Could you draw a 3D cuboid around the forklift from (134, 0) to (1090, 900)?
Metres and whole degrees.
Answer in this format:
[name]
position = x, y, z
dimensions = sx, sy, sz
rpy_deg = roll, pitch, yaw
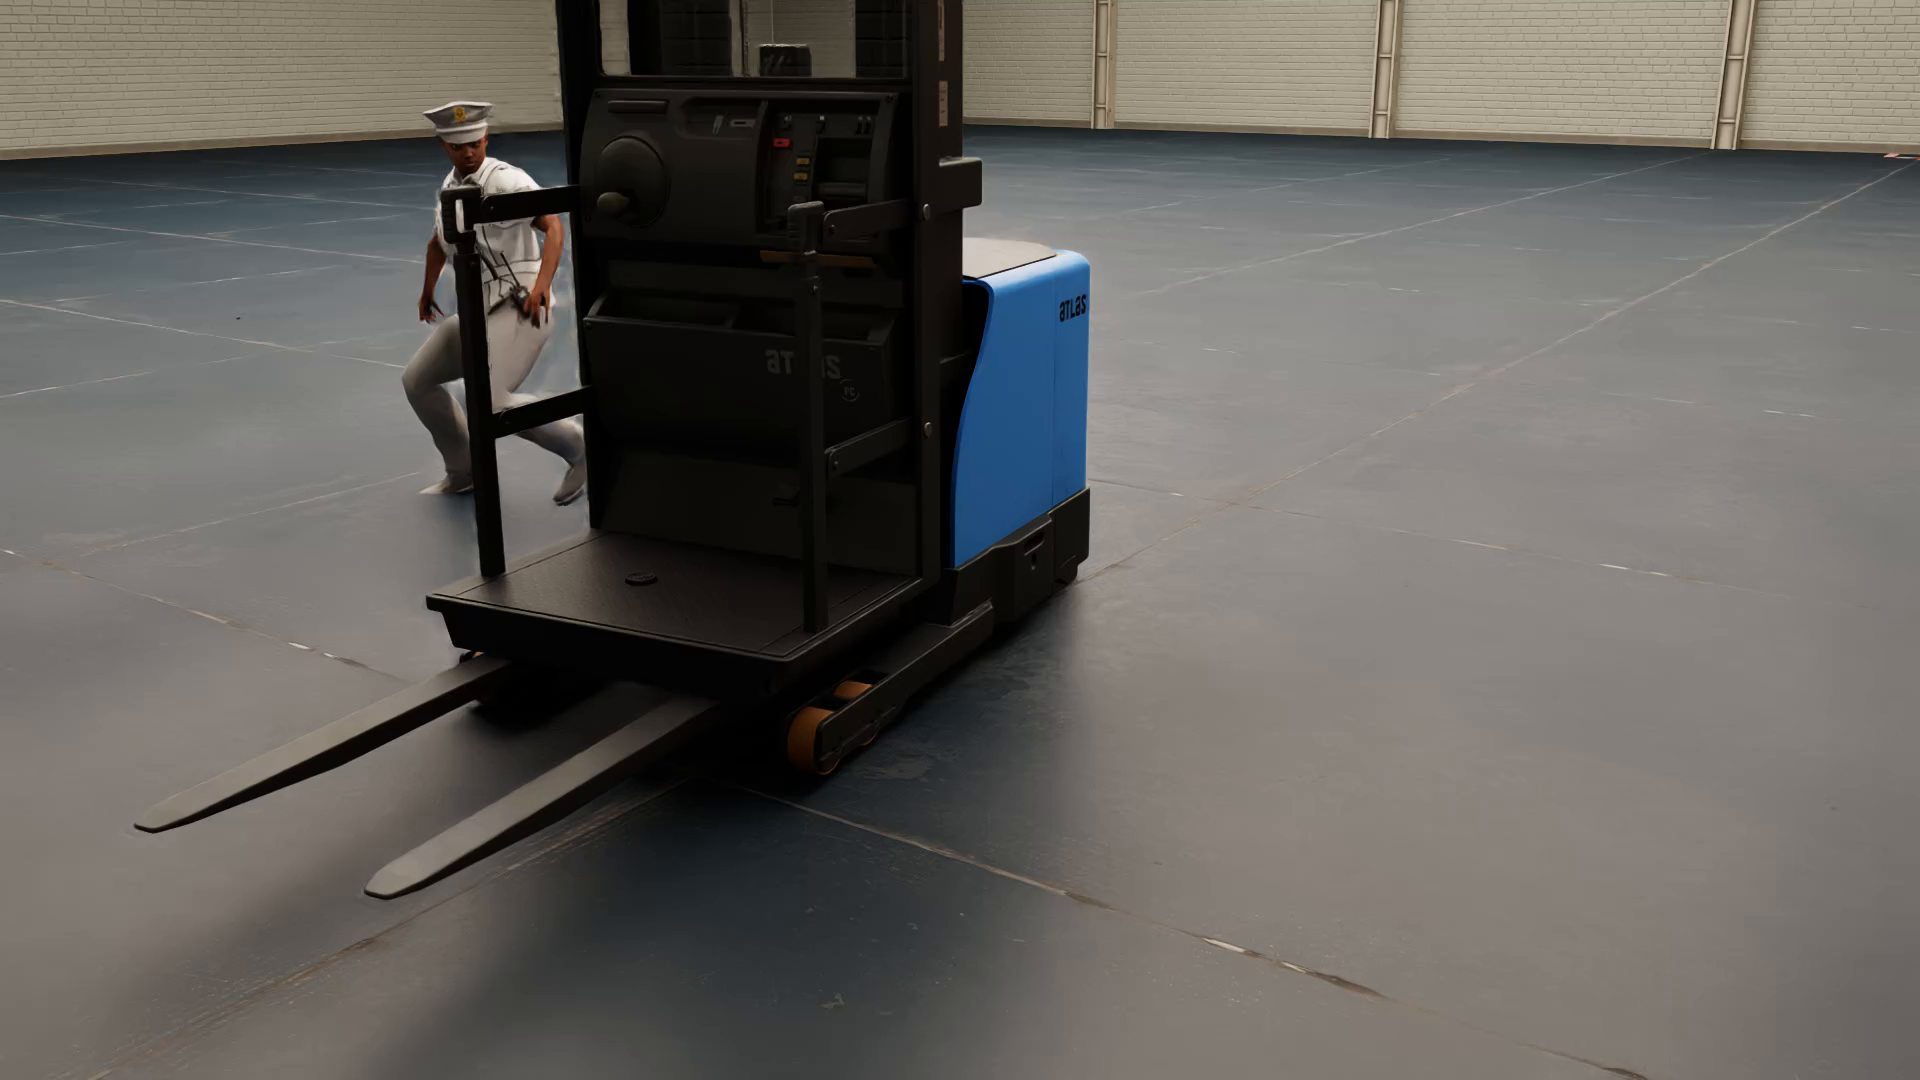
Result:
[forklift]
position = -0.672, -0.975, 4.094
dimensions = 1.130, 2.935, 3.031
rpy_deg = 8, 18, 25

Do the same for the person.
[person]
position = -1.798, -0.856, 6.268
dimensions = 0.472, 1.551, 1.047
rpy_deg = -15, 22, -41
